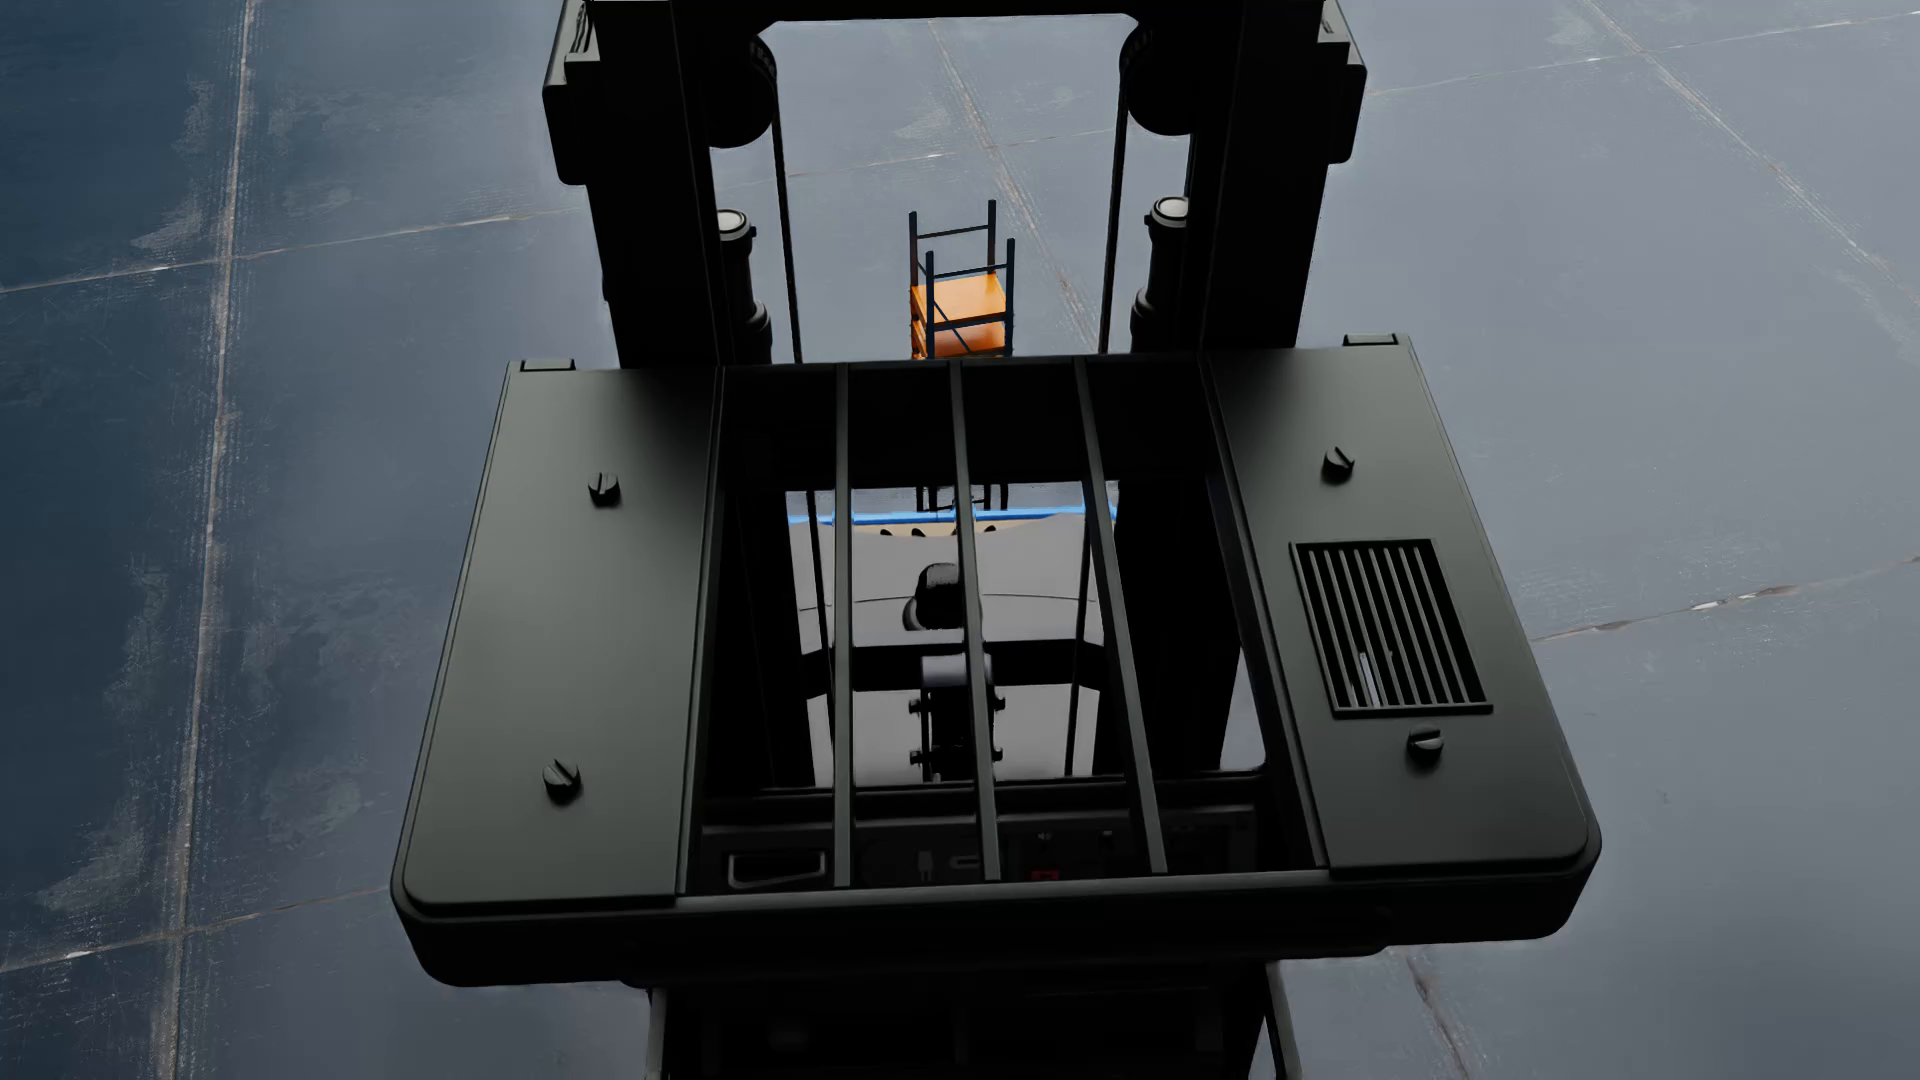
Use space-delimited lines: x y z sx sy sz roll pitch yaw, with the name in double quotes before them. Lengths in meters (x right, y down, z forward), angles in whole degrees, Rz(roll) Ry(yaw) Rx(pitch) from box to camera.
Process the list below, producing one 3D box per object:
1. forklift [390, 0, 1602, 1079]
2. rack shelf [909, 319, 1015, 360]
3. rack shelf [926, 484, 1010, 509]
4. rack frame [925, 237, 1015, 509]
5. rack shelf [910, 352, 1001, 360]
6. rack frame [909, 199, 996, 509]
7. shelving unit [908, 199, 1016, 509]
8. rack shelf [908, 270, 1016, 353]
"forklift" 0.018 0.704 2.508 1.130 2.935 3.031 -2 46 -2
"rack shelf" 0.004 -0.547 4.672 0.258 0.103 0.180 -11 47 -10
"rack shelf" 0.004 -0.211 5.015 0.258 0.103 0.180 -11 47 -10
"rack frame" 0.027 -0.347 4.750 0.240 1.200 0.006 -11 47 -10
"rack shelf" 0.004 -0.463 4.758 0.258 0.103 0.180 -11 47 -10
"rack frame" -0.020 -0.473 4.874 0.240 1.200 0.006 -11 47 -10
"shelving unit" 0.004 -0.410 4.812 0.258 1.200 0.189 -11 47 -10
"rack shelf" 0.004 -0.631 4.586 0.258 0.103 0.180 -11 47 -10
